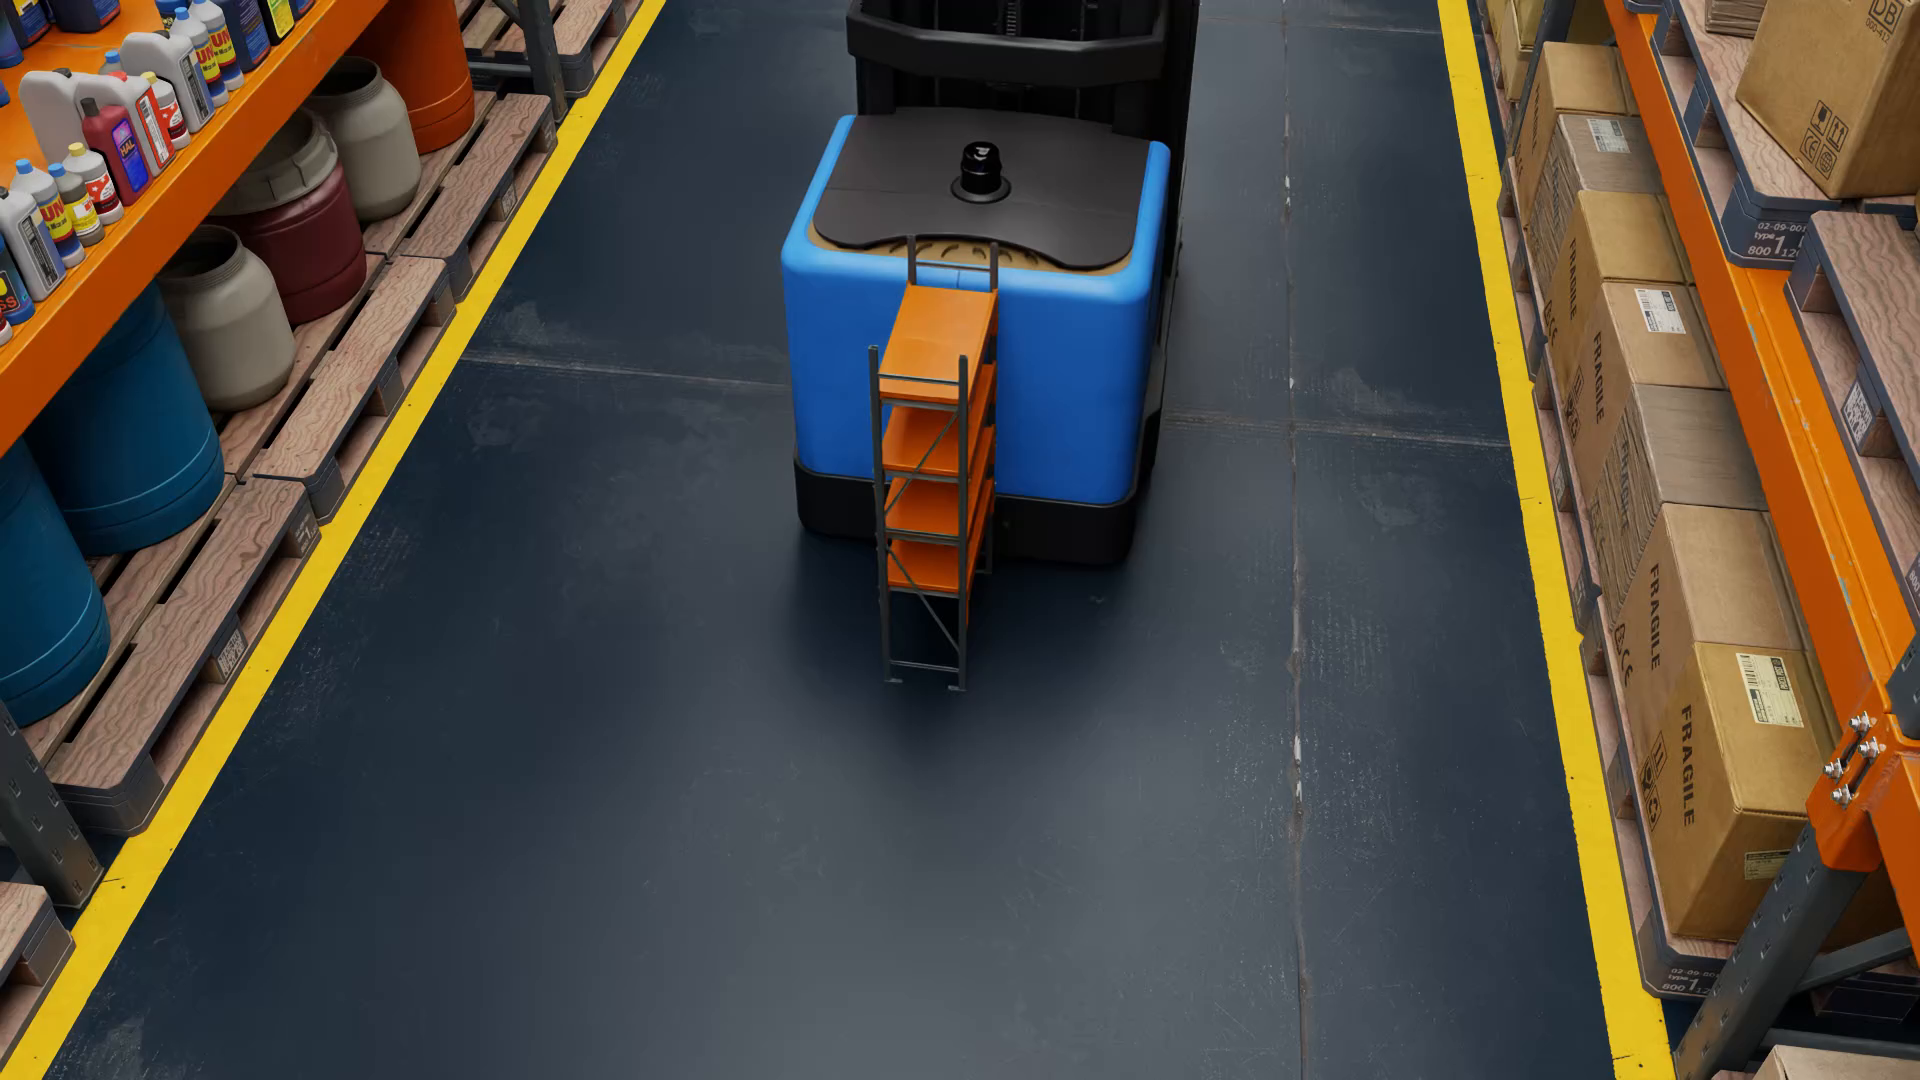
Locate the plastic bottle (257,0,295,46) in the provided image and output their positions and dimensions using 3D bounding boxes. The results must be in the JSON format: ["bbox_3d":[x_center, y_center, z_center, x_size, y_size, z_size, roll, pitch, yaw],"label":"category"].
[{"bbox_3d":[-2.025,-1.602,4.845,0.061,0.283,0.133,5,44,6],"label":"plastic bottle"}]

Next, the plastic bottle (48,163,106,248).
[{"bbox_3d":[-2.187,-0.829,4.088,0.097,0.201,0.097,0,43,0],"label":"plastic bottle"}]

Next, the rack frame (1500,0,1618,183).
[{"bbox_3d":[2.708,-2.501,5.710,1.000,3.000,0.127,5,44,6],"label":"rack frame"}]

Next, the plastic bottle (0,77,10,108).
[{"bbox_3d":[-2.709,-1.323,4.559,0.097,0.271,0.097,0,43,0],"label":"plastic bottle"}]

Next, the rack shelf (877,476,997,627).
[{"bbox_3d":[-0.060,0.013,4.750,0.258,0.148,0.480,7,44,7],"label":"rack shelf"}]

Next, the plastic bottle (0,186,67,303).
[{"bbox_3d":[-2.243,-0.713,3.912,0.152,0.276,0.135,5,44,6],"label":"plastic bottle"}]

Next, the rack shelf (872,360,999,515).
[{"bbox_3d":[-0.060,-0.294,4.460,0.258,0.148,0.480,7,44,7],"label":"rack shelf"}]

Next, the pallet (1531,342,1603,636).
[{"bbox_3d":[2.408,-0.154,5.260,1.003,0.211,1.213,5,44,6],"label":"pallet"}]

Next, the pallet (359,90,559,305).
[{"bbox_3d":[-2.264,-1.401,6.576,1.003,0.211,1.213,5,44,6],"label":"pallet"}]

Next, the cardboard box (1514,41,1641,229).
[{"bbox_3d":[2.365,-1.469,6.118,0.500,0.500,0.500,7,44,7],"label":"cardboard box"}]

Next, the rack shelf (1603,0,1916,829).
[{"bbox_3d":[2.444,-0.877,4.518,1.077,0.370,4.000,5,44,6],"label":"rack shelf"}]

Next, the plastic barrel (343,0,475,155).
[{"bbox_3d":[-2.249,-1.984,6.436,0.600,0.830,0.708,5,44,6],"label":"plastic barrel"}]

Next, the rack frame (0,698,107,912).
[{"bbox_3d":[-2.730,-0.228,3.309,1.000,3.000,0.127,5,44,6],"label":"rack frame"}]

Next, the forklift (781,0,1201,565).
[{"bbox_3d":[0.246,-2.010,5.241,1.130,2.935,3.031,7,44,7],"label":"forklift"}]

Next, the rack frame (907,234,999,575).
[{"bbox_3d":[-0.019,-0.345,4.742,0.240,1.200,0.015,7,44,7],"label":"rack frame"}]

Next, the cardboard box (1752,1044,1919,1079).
[{"bbox_3d":[1.909,1.308,3.323,0.500,0.311,0.500,5,44,6],"label":"cardboard box"}]

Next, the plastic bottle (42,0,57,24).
[{"bbox_3d":[-2.762,-1.698,4.952,0.152,0.276,0.135,5,44,6],"label":"plastic bottle"}]

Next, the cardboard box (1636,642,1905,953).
[{"bbox_3d":[1.961,0.610,3.922,0.500,0.500,0.500,5,44,5],"label":"cardboard box"}]

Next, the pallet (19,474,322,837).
[{"bbox_3d":[-2.587,0.262,4.819,1.003,0.211,1.213,5,44,6],"label":"pallet"}]

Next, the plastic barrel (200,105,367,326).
[{"bbox_3d":[-2.398,-1.126,5.706,0.600,0.588,0.708,5,44,6],"label":"plastic barrel"}]

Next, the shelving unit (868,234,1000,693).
[{"bbox_3d":[-0.060,-0.180,4.567,0.258,1.200,0.503,7,44,7],"label":"shelving unit"}]

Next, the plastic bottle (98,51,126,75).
[{"bbox_3d":[-2.264,-1.225,4.506,0.097,0.201,0.097,0,43,0],"label":"plastic bottle"}]

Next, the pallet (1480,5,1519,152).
[{"bbox_3d":[2.856,-2.046,7.258,1.003,0.211,1.213,5,44,6],"label":"pallet"}]

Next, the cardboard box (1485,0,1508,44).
[{"bbox_3d":[2.601,-2.388,7.285,0.500,0.250,0.500,5,44,5],"label":"cardboard box"}]

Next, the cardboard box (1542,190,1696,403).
[{"bbox_3d":[2.230,-0.771,5.380,0.500,0.500,0.500,5,44,5],"label":"cardboard box"}]

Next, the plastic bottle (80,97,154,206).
[{"bbox_3d":[-2.141,-1.002,4.212,0.061,0.283,0.133,5,44,6],"label":"plastic bottle"}]

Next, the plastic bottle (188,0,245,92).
[{"bbox_3d":[-2.083,-1.394,4.634,0.097,0.271,0.097,0,43,0],"label":"plastic bottle"}]

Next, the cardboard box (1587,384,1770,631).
[{"bbox_3d":[2.101,-0.068,4.638,0.500,0.500,0.500,6,44,6],"label":"cardboard box"}]

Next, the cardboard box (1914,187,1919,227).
[{"bbox_3d":[2.492,-0.741,3.473,0.700,0.500,0.500,12,45,12],"label":"cardboard box"}]

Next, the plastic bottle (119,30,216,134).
[{"bbox_3d":[-2.138,-1.253,4.482,0.152,0.276,0.135,5,44,6],"label":"plastic bottle"}]

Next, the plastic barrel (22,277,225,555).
[{"bbox_3d":[-2.548,-0.470,4.786,0.600,0.901,0.708,5,44,6],"label":"plastic barrel"}]

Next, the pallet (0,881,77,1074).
[{"bbox_3d":[-2.789,1.289,3.735,1.003,0.211,1.213,5,44,6],"label":"pallet"}]

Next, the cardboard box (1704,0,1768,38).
[{"bbox_3d":[2.426,-1.645,4.427,0.700,0.500,0.500,13,45,13],"label":"cardboard box"}]

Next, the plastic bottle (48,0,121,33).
[{"bbox_3d":[-2.619,-1.695,4.894,0.144,0.351,0.185,5,44,6],"label":"plastic bottle"}]

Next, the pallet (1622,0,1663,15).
[{"bbox_3d":[2.688,-1.963,5.281,1.213,0.211,1.003,5,44,6],"label":"pallet"}]

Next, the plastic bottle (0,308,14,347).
[{"bbox_3d":[-2.244,-0.538,3.781,0.097,0.201,0.097,0,43,0],"label":"plastic bottle"}]

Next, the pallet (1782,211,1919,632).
[{"bbox_3d":[2.393,-0.240,3.462,1.003,0.211,1.213,5,44,6],"label":"pallet"}]
